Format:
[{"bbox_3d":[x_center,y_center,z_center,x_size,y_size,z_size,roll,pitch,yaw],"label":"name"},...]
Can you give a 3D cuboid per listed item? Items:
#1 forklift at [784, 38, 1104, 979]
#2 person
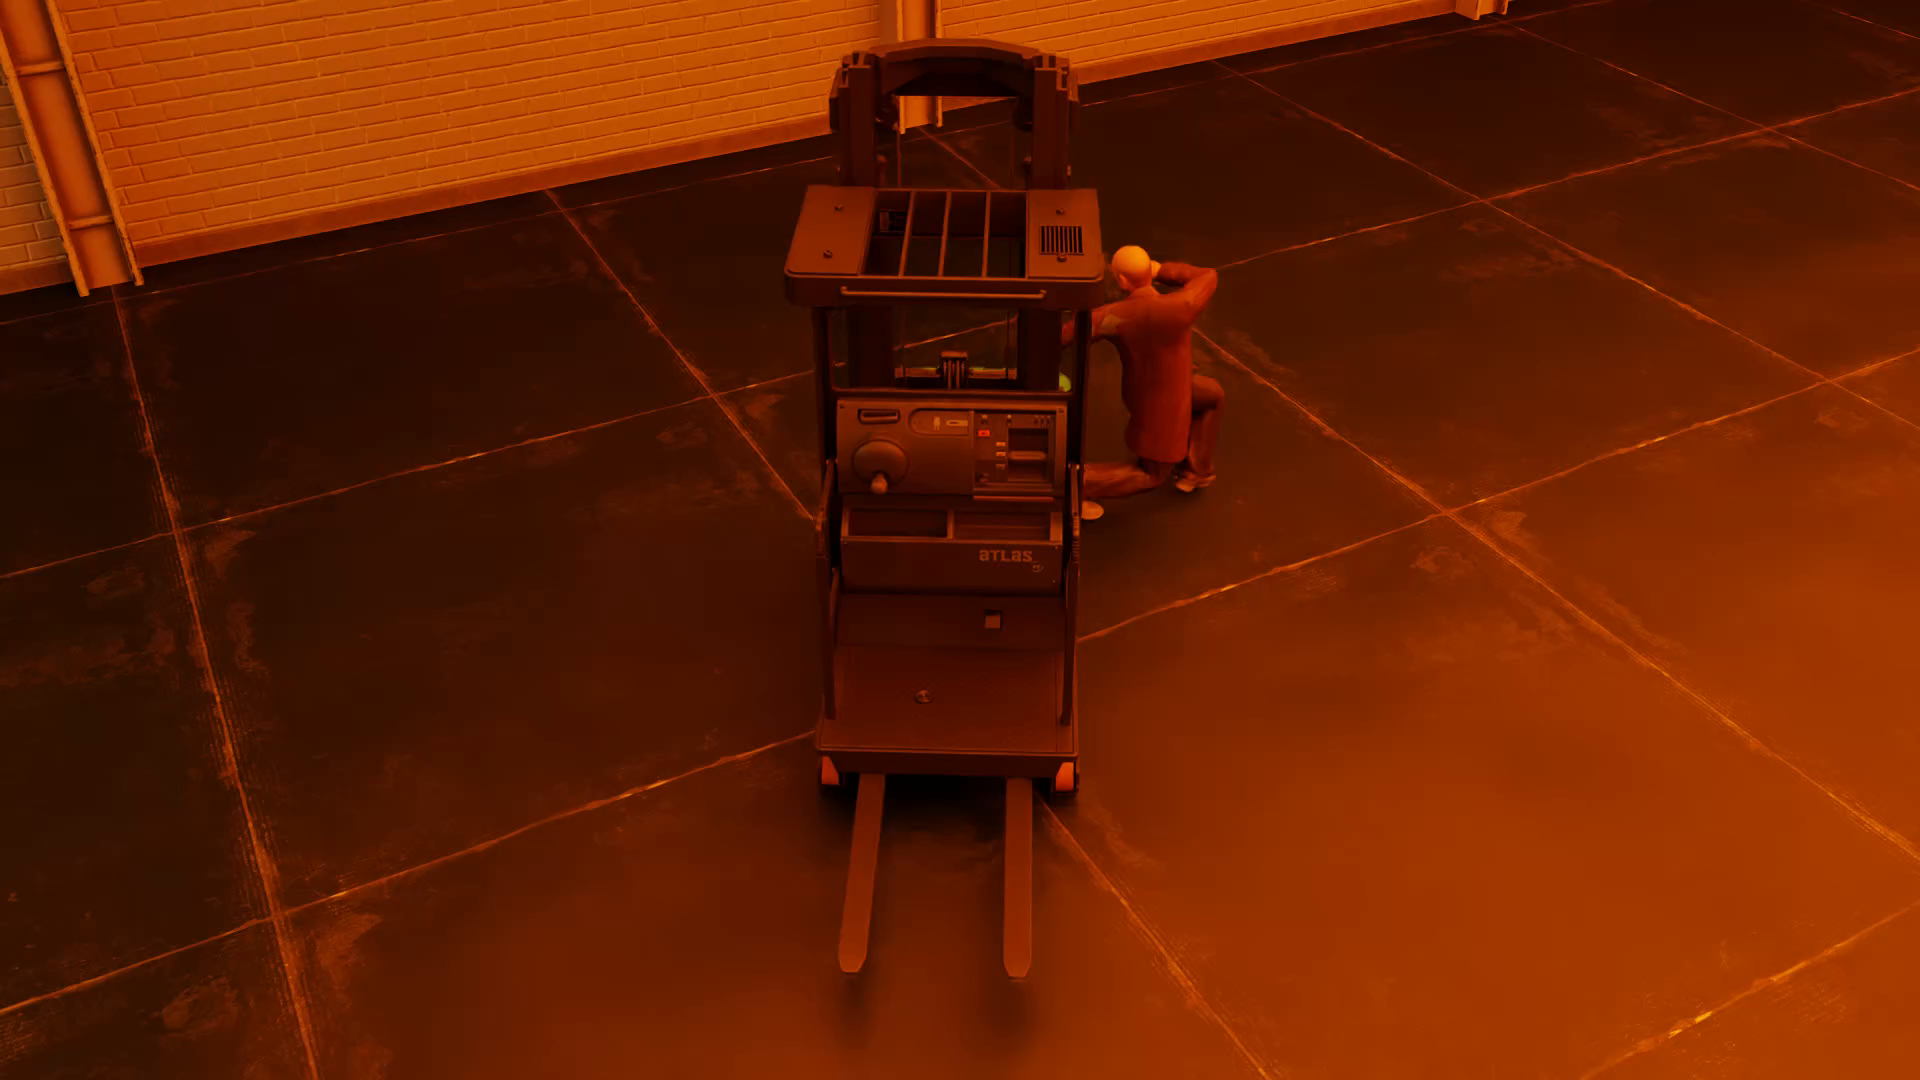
[{"bbox_3d":[-0.040,-0.308,6.558,1.130,2.935,3.031,1,35,2],"label":"forklift"},{"bbox_3d":[0.881,-0.867,8.636,1.042,1.511,0.862,-20,40,-26],"label":"person"}]
